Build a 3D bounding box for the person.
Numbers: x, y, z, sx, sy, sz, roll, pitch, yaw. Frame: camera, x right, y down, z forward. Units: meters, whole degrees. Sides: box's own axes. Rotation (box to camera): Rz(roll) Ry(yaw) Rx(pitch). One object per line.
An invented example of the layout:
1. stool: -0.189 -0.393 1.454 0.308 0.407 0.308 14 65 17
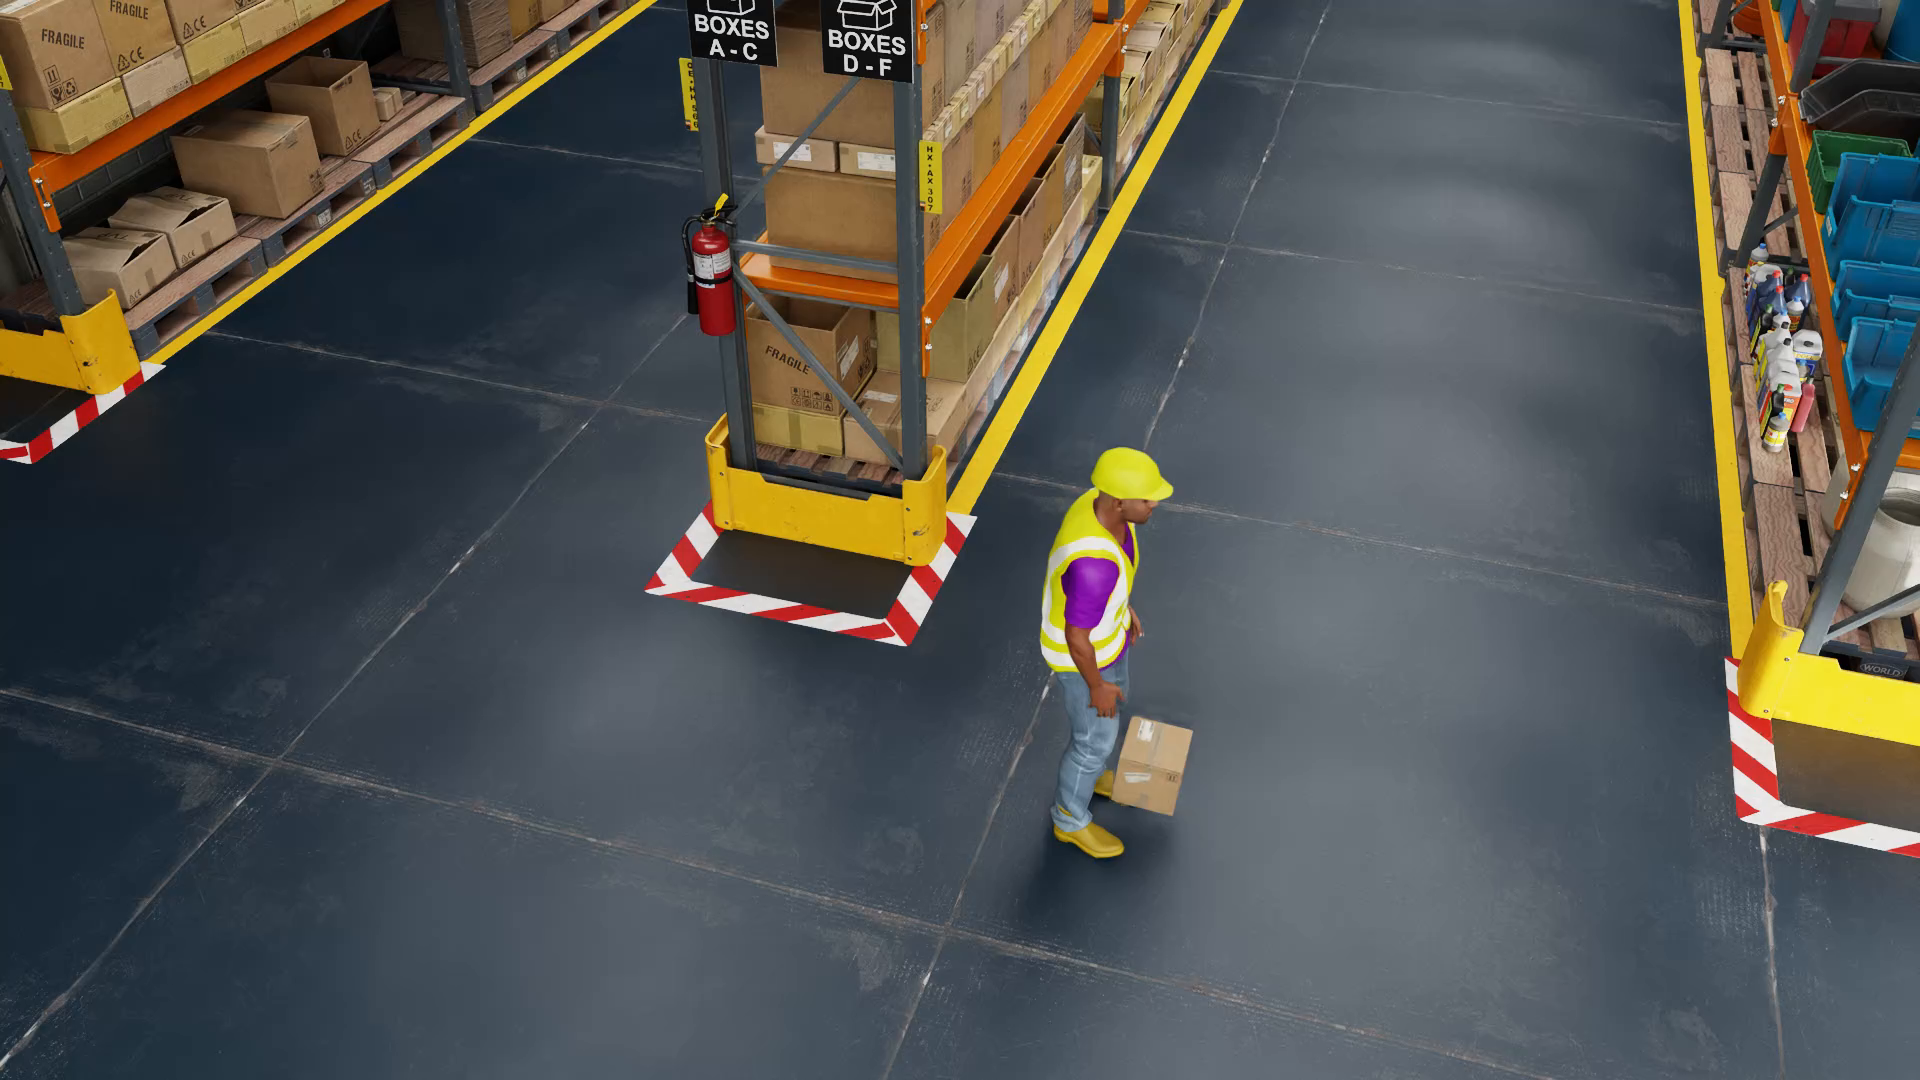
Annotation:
1. person: 0.532 0.397 6.344 0.443 1.763 0.601 10 38 12
